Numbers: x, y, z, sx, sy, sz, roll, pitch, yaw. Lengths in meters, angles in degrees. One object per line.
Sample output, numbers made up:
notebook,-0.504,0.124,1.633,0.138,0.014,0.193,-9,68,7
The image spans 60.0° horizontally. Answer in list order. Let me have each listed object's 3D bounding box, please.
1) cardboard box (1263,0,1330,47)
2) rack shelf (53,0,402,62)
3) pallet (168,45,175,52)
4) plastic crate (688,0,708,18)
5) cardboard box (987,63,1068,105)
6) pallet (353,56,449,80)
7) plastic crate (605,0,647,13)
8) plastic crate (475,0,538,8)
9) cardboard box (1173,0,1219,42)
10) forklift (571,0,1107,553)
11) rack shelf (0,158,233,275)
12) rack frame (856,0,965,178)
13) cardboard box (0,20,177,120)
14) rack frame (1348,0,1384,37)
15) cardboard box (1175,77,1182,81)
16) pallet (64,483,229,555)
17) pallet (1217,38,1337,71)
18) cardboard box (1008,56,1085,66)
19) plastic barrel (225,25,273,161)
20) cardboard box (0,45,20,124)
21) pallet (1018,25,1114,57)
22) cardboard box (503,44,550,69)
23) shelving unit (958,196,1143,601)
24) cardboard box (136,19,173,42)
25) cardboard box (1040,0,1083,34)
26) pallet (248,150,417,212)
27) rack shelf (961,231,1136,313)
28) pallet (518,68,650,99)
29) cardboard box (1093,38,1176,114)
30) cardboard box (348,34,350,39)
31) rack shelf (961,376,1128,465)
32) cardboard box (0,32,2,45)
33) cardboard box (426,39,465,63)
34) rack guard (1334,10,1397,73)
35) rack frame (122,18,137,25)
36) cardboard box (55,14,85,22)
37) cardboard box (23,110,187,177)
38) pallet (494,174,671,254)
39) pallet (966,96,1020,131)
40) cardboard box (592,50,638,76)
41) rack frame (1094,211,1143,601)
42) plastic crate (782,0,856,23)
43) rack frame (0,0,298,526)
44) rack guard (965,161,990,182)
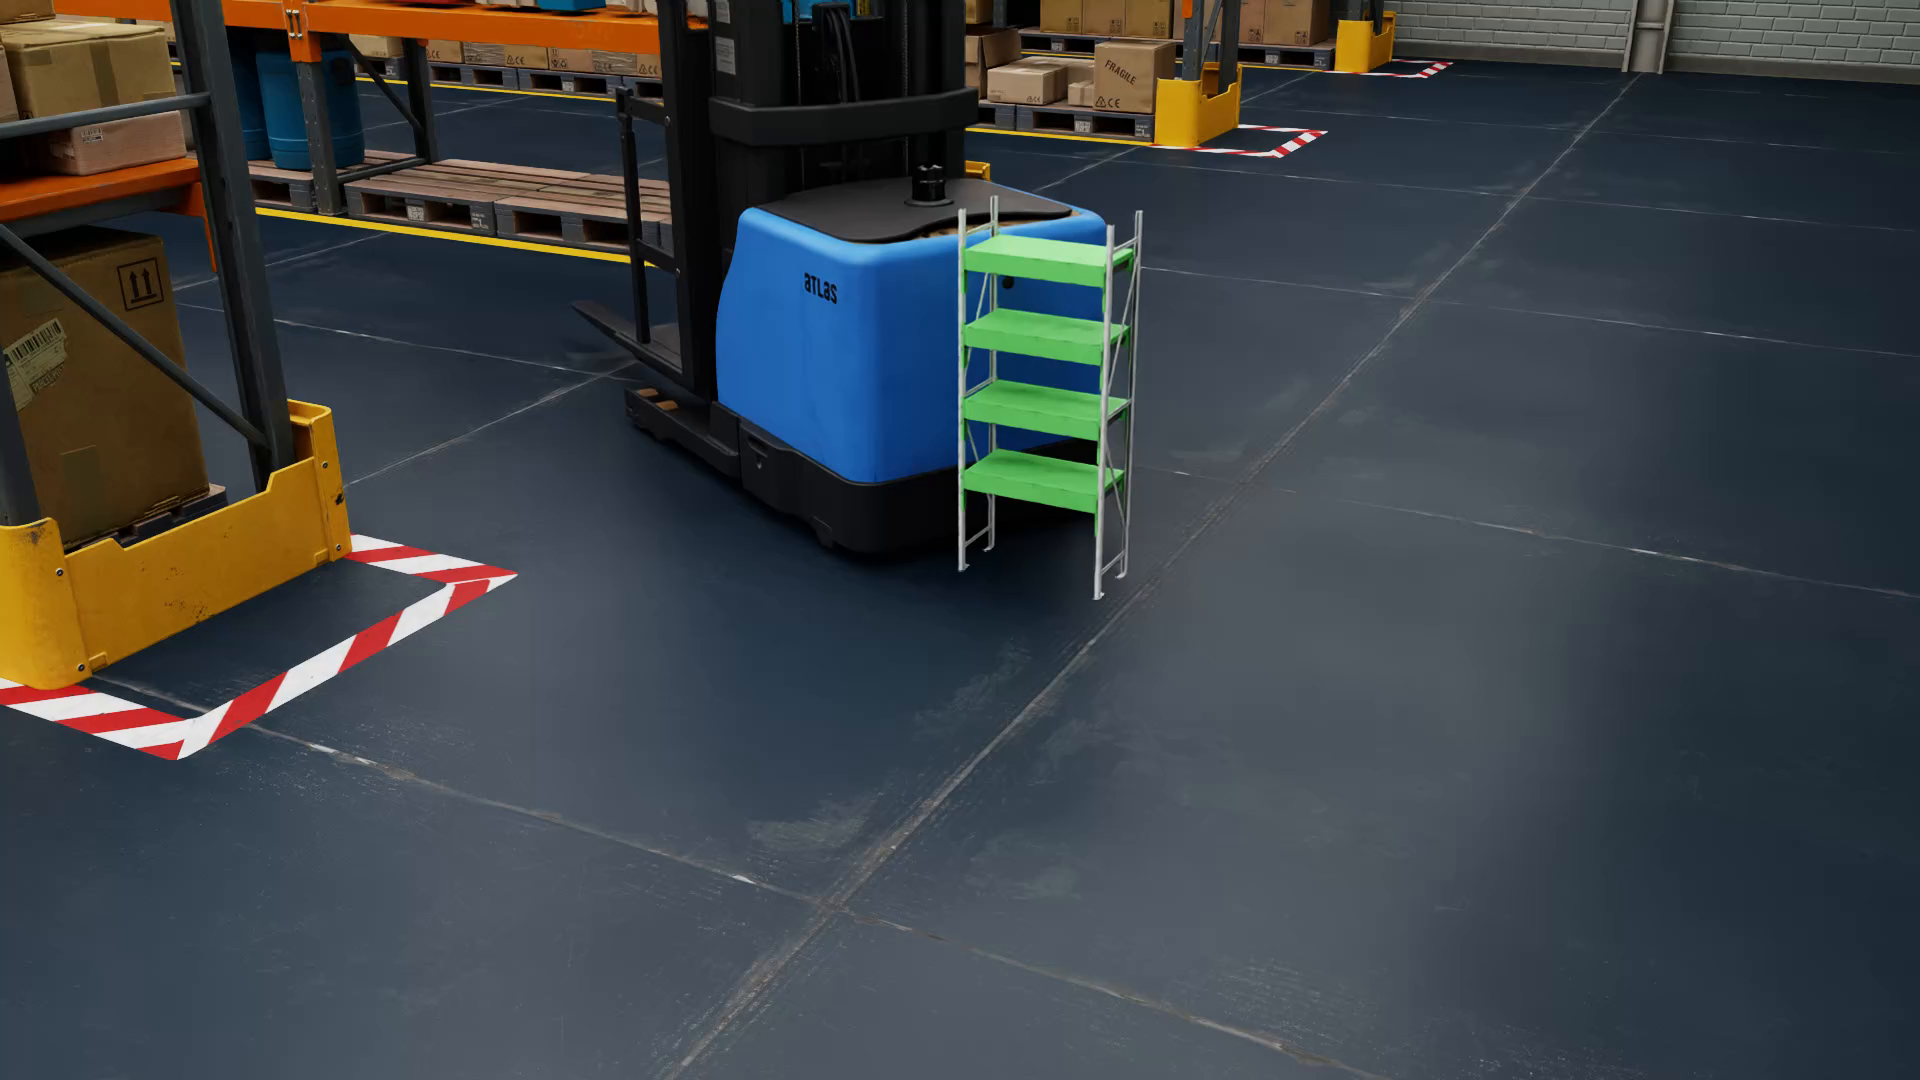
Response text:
cardboard box,3.550,-5.503,17.514,0.500,0.500,0.700,11,25,25
rack shelf,-5.604,-3.640,11.394,4.000,0.370,1.077,11,25,25
pallet,-9.411,-5.631,18.722,1.213,0.211,1.003,11,25,25
plastic crate,-1.311,-2.954,9.124,0.243,0.136,0.396,11,25,25
cardboard box,0.558,-3.766,13.723,0.500,0.250,0.500,11,25,25
pallet,-5.868,-4.929,17.070,1.213,0.211,1.003,11,25,25
plastic crate,-1.844,-3.041,9.328,0.250,0.136,0.298,11,25,25
plastic crate,-2.540,-3.257,9.649,0.530,0.282,0.437,11,25,25
cardboard box,2.655,-5.680,17.930,0.500,0.500,0.700,10,25,23
forklift,-0.715,-1.832,6.314,1.130,2.935,3.031,-14,27,-30
rack shelf,-4.269,-1.203,5.666,4.000,0.370,1.077,11,25,25
rack frame,-0.250,-2.911,8.762,0.127,3.000,1.000,11,25,25
cardboard box,-2.791,-1.428,5.087,0.500,0.250,0.500,10,25,23
rack frame,4.220,-6.371,16.898,0.127,3.000,1.000,11,25,25
cardboard box,1.770,-3.725,13.757,0.250,0.149,0.380,11,25,25
pallet,-3.233,-0.012,5.508,1.213,0.211,1.003,11,25,25
pallet,3.471,-5.202,17.712,1.213,0.211,1.003,11,25,25
cardboard box,0.739,-3.949,14.155,0.500,0.250,0.500,11,25,25
plastic barrel,-4.929,-3.072,11.286,0.708,0.901,0.600,11,25,25
cardboard box,-3.037,-1.242,4.649,0.500,0.250,0.500,11,25,24
pallet,1.294,-5.633,18.725,1.213,0.211,1.003,11,25,25
cardboard box,-3.959,-4.744,15.705,0.500,0.500,0.500,11,25,24
shelving unit,0.273,-0.444,5.262,0.503,1.200,0.258,12,26,25
cardboard box,-8.472,-5.530,17.896,0.500,0.250,0.500,11,25,23
cardboard box,1.272,-5.953,18.572,0.500,0.500,0.700,12,26,25
pallet,-4.489,-2.485,11.324,1.213,0.211,1.003,11,25,25
rack shelf,0.273,-0.827,5.099,0.480,0.148,0.258,12,26,25
pallet,-3.417,-4.409,15.847,1.213,0.211,1.003,11,25,25
cardboard box,1.392,-3.703,13.255,0.500,0.500,0.500,11,25,25
cardboard box,-6.192,-5.078,16.836,0.500,0.250,0.500,11,25,24
rack shelf,0.273,-0.386,5.287,0.480,0.148,0.258,12,26,25
cardboard box,-3.038,-1.588,4.506,0.500,0.500,0.500,12,26,25
cardboard box,-4.874,-4.925,16.130,0.500,0.500,0.500,12,26,27
rack guard,4.242,-5.217,17.378,0.348,0.500,1.175,11,25,25
rack frame,-8.721,-6.759,17.811,0.127,3.000,1.000,11,25,25
cardboard box,-9.675,-5.785,18.496,0.500,0.250,0.500,11,25,25
cardboard box,-2.653,-1.244,5.162,0.250,0.149,0.380,12,26,25
pallet,-2.053,-2.003,10.190,1.213,0.211,1.003,11,25,25
pallet,0.124,-3.727,14.244,1.213,0.211,1.003,11,25,25
cardboard box,-3.036,-4.565,15.283,0.500,0.500,0.500,12,26,25
rack frame,0.489,-0.400,5.158,0.015,1.200,0.240,12,26,25
plastic crate,-0.633,-2.949,8.729,0.499,0.435,0.616,11,25,25
rack frame,-2.485,-1.181,4.695,0.127,3.000,1.000,11,25,25
rack guard,-0.223,-1.761,9.252,0.348,0.500,1.175,11,25,25
